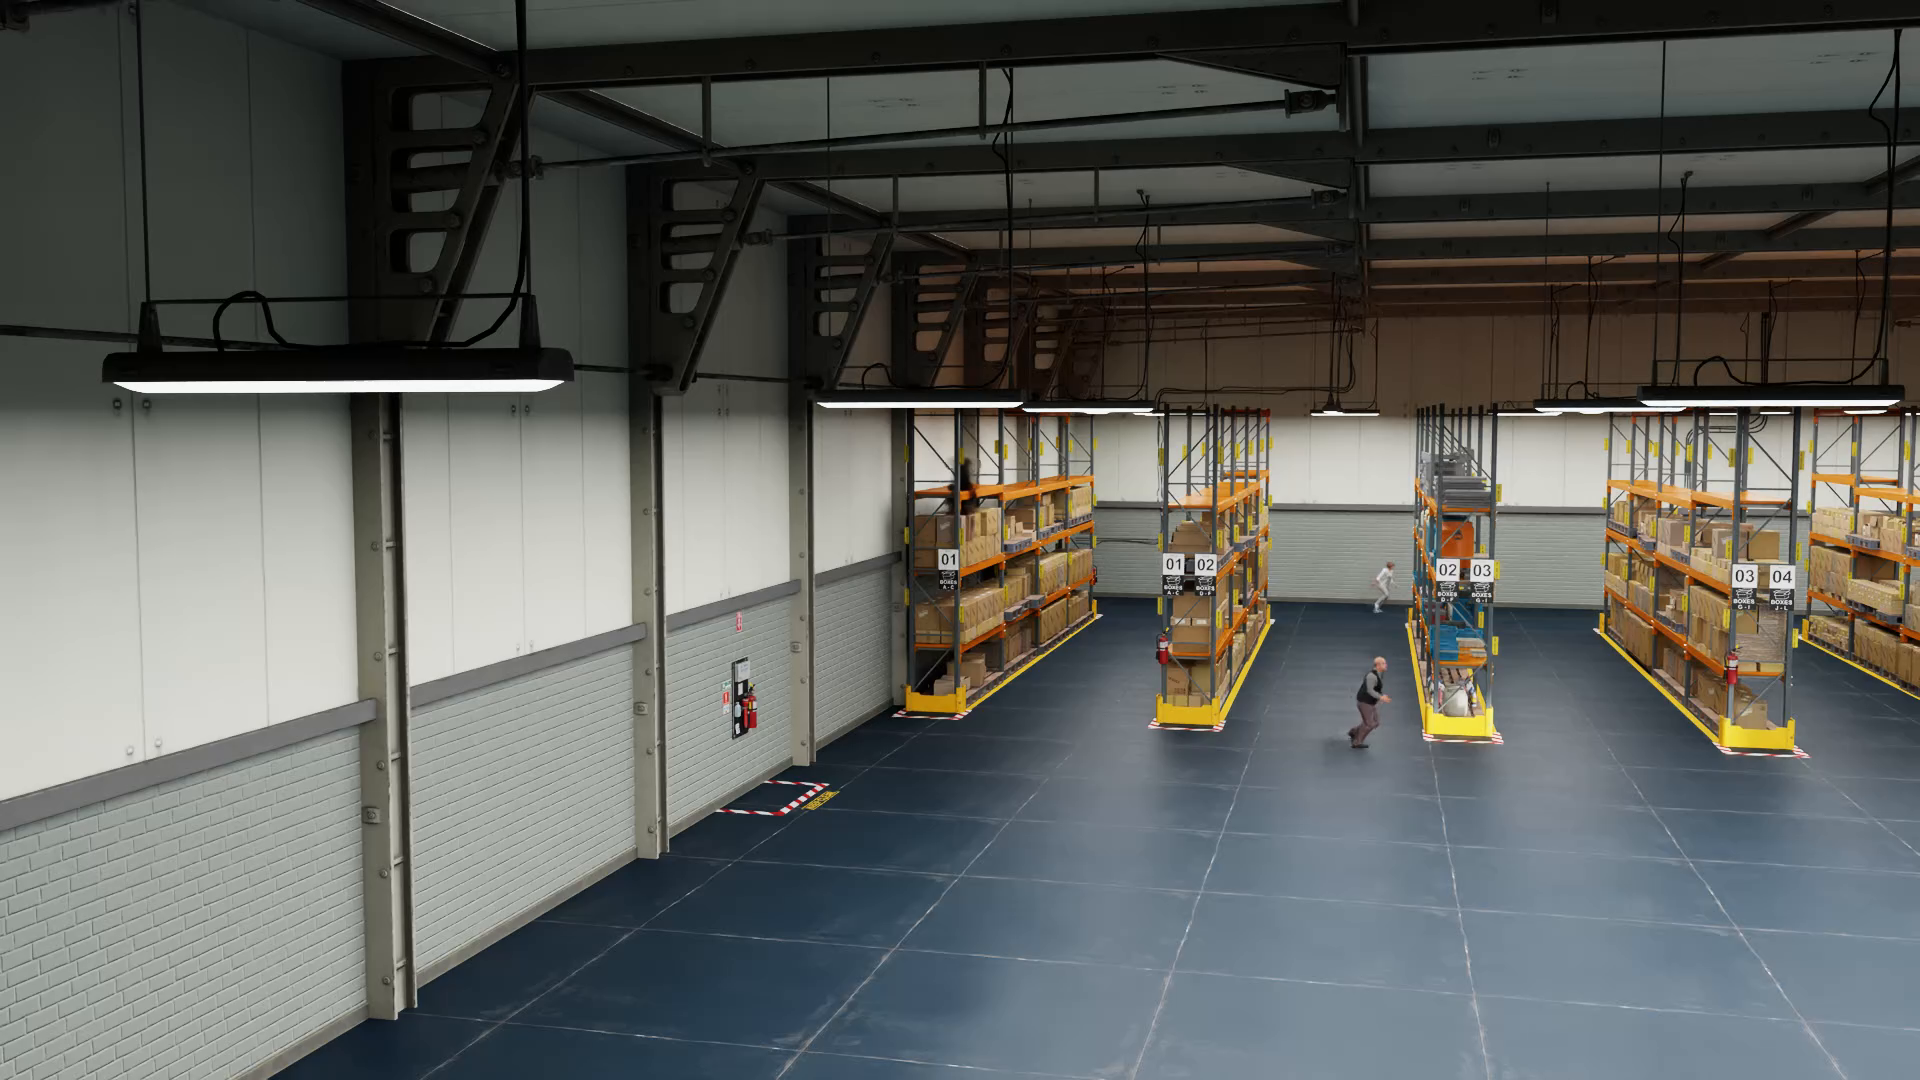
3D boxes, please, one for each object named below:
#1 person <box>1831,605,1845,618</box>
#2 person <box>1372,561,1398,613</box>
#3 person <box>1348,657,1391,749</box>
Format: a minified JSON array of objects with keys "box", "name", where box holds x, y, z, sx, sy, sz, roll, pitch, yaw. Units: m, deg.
[{"box":[23.423,1.693,44.007,0.666,1.678,0.757,2,5,30],"name":"person"},{"box":[12.556,1.383,49.107,0.669,1.518,0.545,4,6,43],"name":"person"},{"box":[7.087,2.818,28.815,0.762,1.615,0.636,2,5,26],"name":"person"}]
